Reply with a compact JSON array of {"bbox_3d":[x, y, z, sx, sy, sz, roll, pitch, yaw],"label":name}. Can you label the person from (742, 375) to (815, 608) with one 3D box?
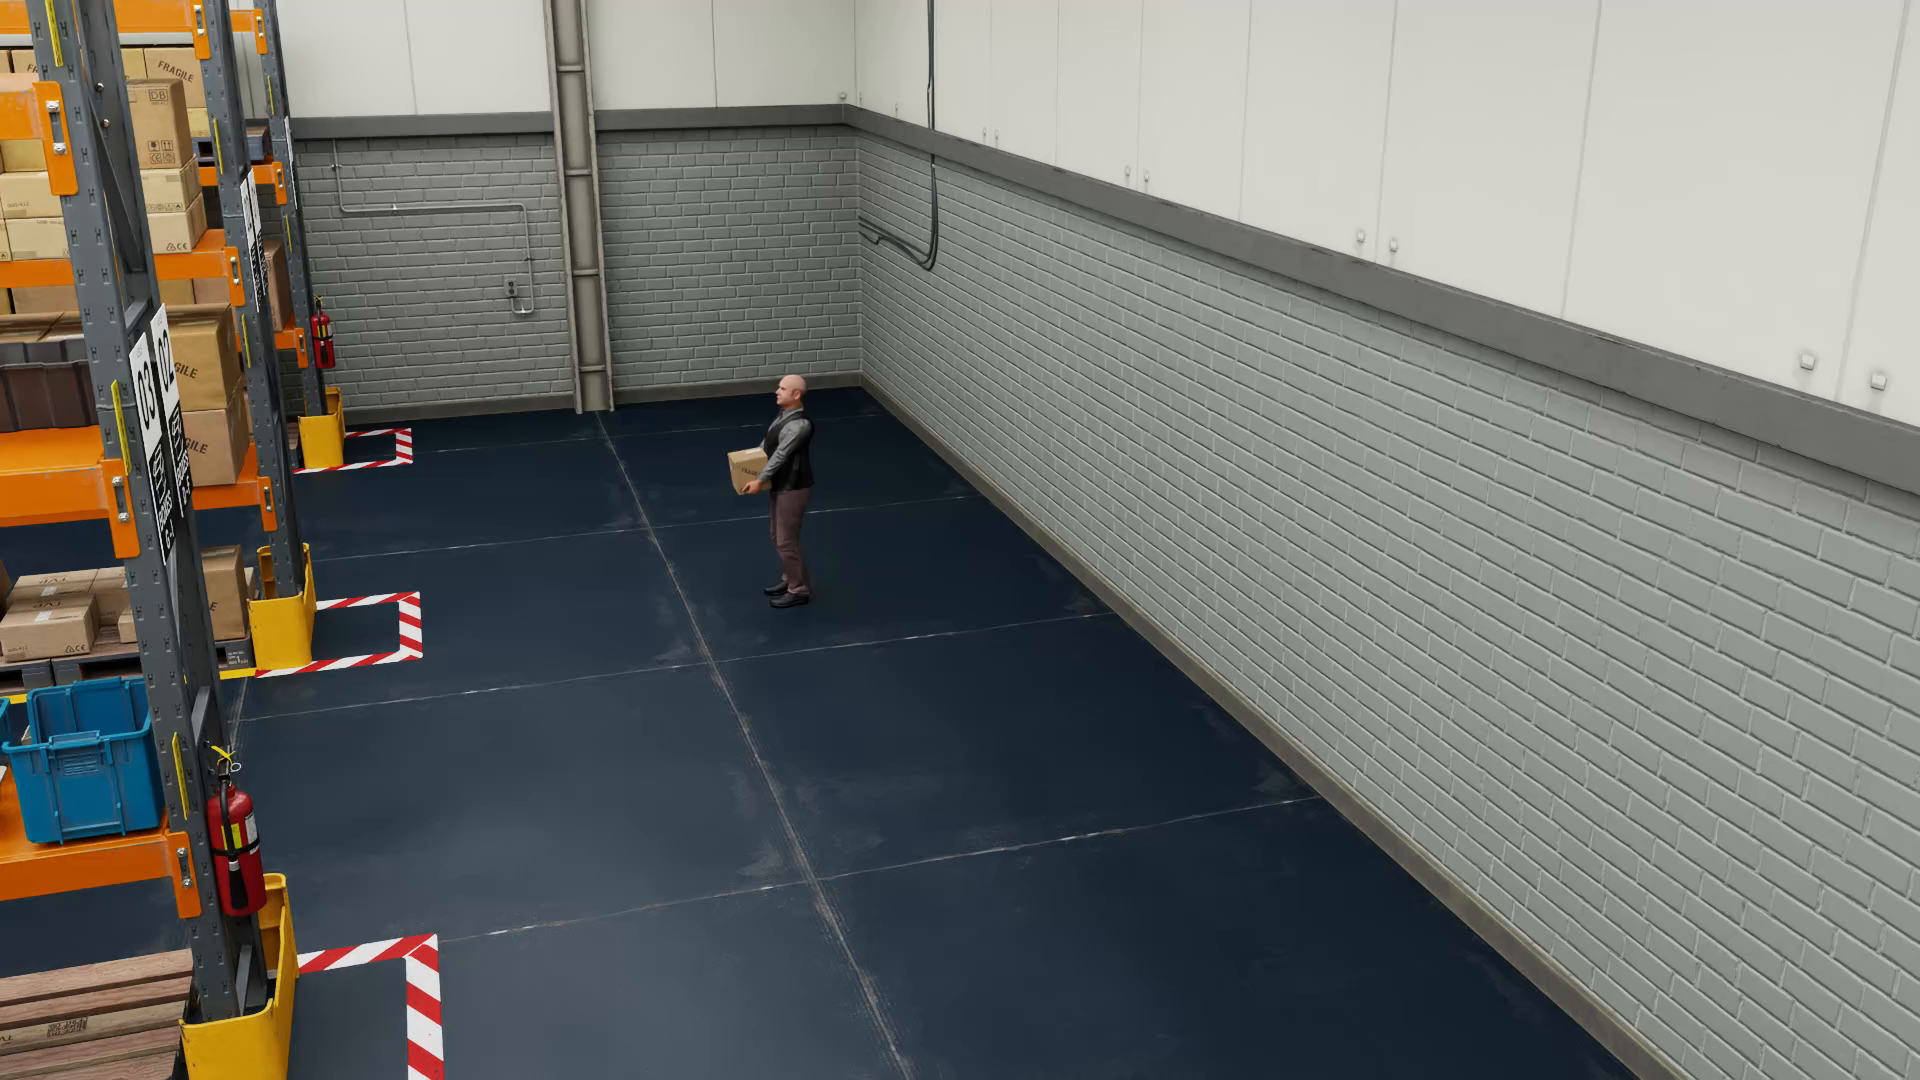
[{"bbox_3d":[-1.341,-0.362,12.162,0.549,1.712,0.494,-6,20,-16],"label":"person"}]
